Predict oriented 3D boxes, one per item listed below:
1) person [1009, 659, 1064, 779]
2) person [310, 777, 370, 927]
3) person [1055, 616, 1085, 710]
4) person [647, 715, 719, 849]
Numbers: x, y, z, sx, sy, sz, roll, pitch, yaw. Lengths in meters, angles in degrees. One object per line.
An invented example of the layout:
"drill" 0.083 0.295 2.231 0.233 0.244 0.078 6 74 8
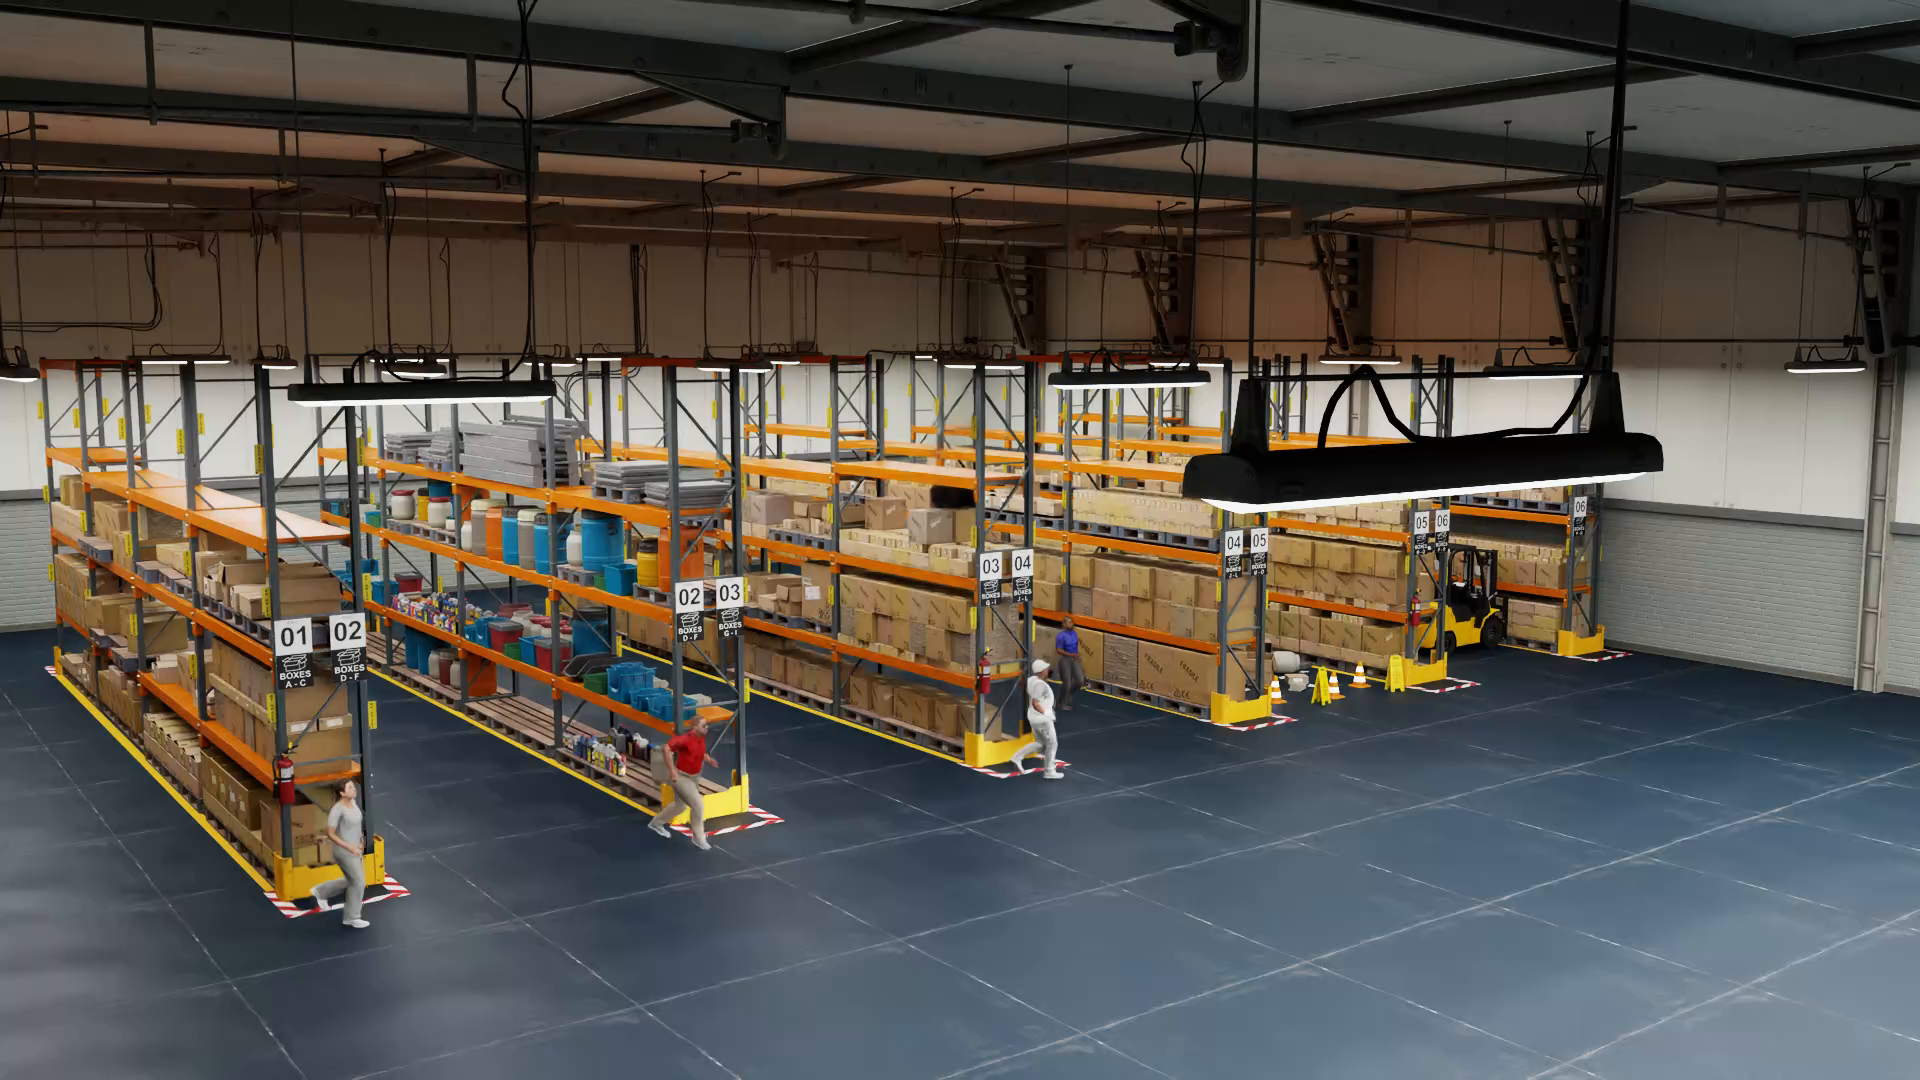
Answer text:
"person" 1.141 2.593 24.026 0.756 1.765 0.673 -2 7 -17
"person" -6.733 3.370 18.013 0.653 1.651 0.585 0 7 3
"person" 1.907 2.114 28.488 0.562 1.618 0.562 -5 9 -36
"person" -3.496 3.045 20.816 0.959 1.761 0.702 2 7 15
